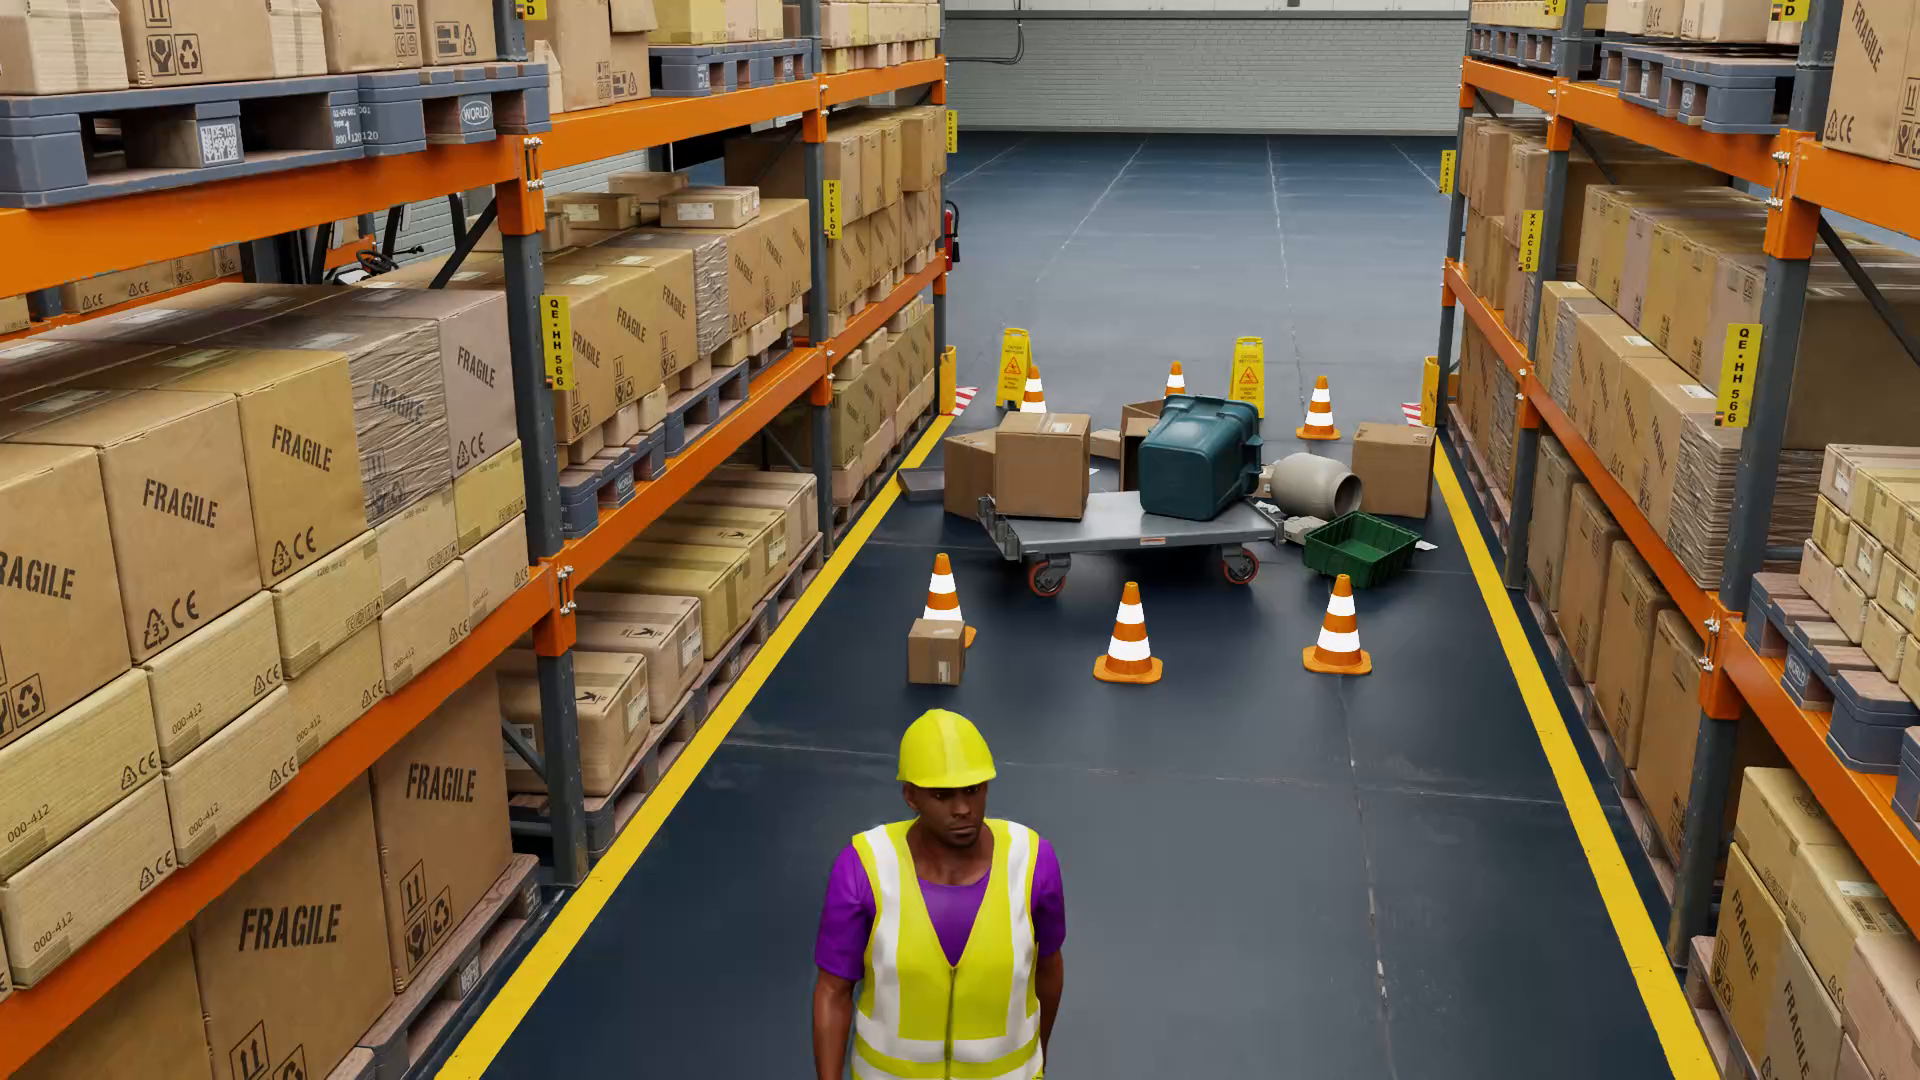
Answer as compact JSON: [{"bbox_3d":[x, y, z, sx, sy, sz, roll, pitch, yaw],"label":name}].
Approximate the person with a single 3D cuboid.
[{"bbox_3d":[-0.040,1.215,3.732,0.569,1.725,1.021,0,18,-1],"label":"person"}]
